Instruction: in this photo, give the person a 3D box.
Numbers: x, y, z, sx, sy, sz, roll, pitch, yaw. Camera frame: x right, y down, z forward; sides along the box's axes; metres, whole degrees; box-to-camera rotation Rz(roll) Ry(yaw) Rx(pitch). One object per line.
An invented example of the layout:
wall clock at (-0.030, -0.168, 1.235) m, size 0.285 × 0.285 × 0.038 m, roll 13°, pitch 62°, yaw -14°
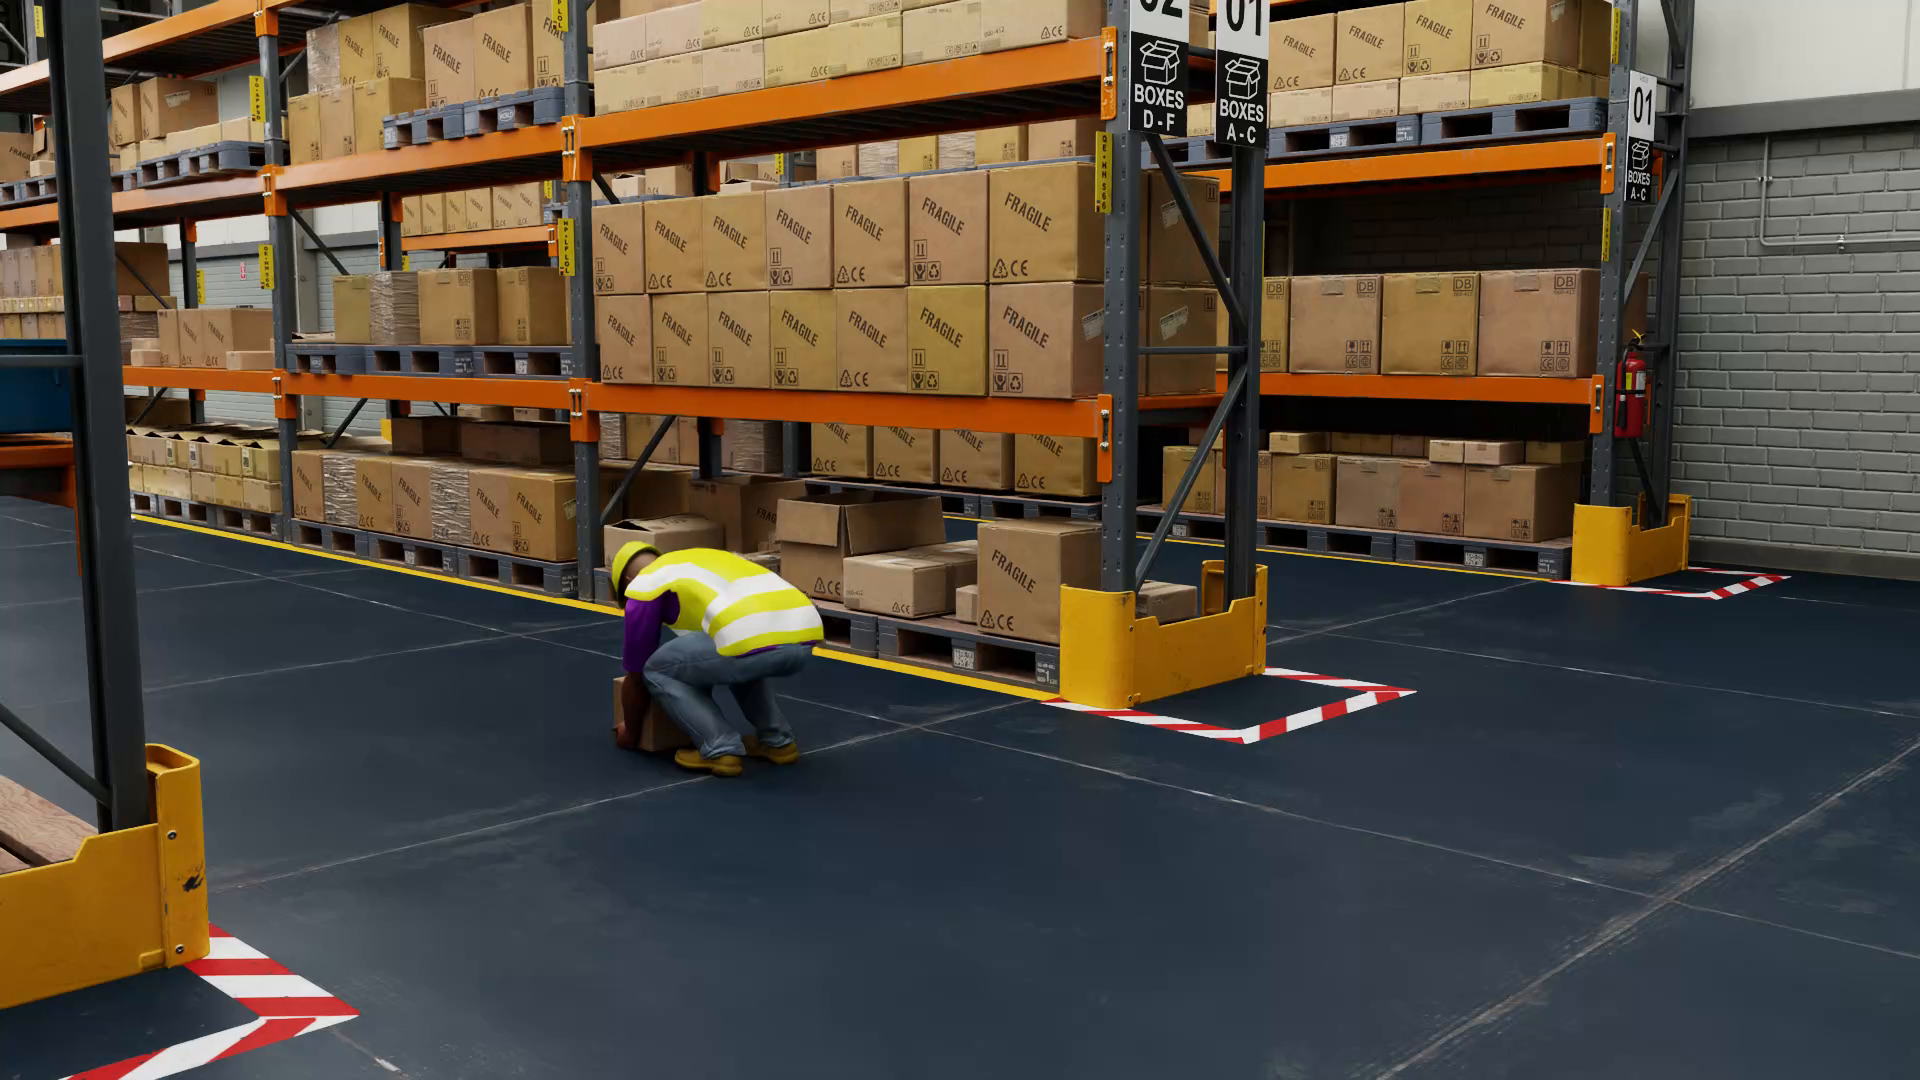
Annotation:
person at (-0.959, 0.437, 6.214) m, size 0.959 × 0.809 × 0.529 m, roll 6°, pitch 9°, yaw 42°
